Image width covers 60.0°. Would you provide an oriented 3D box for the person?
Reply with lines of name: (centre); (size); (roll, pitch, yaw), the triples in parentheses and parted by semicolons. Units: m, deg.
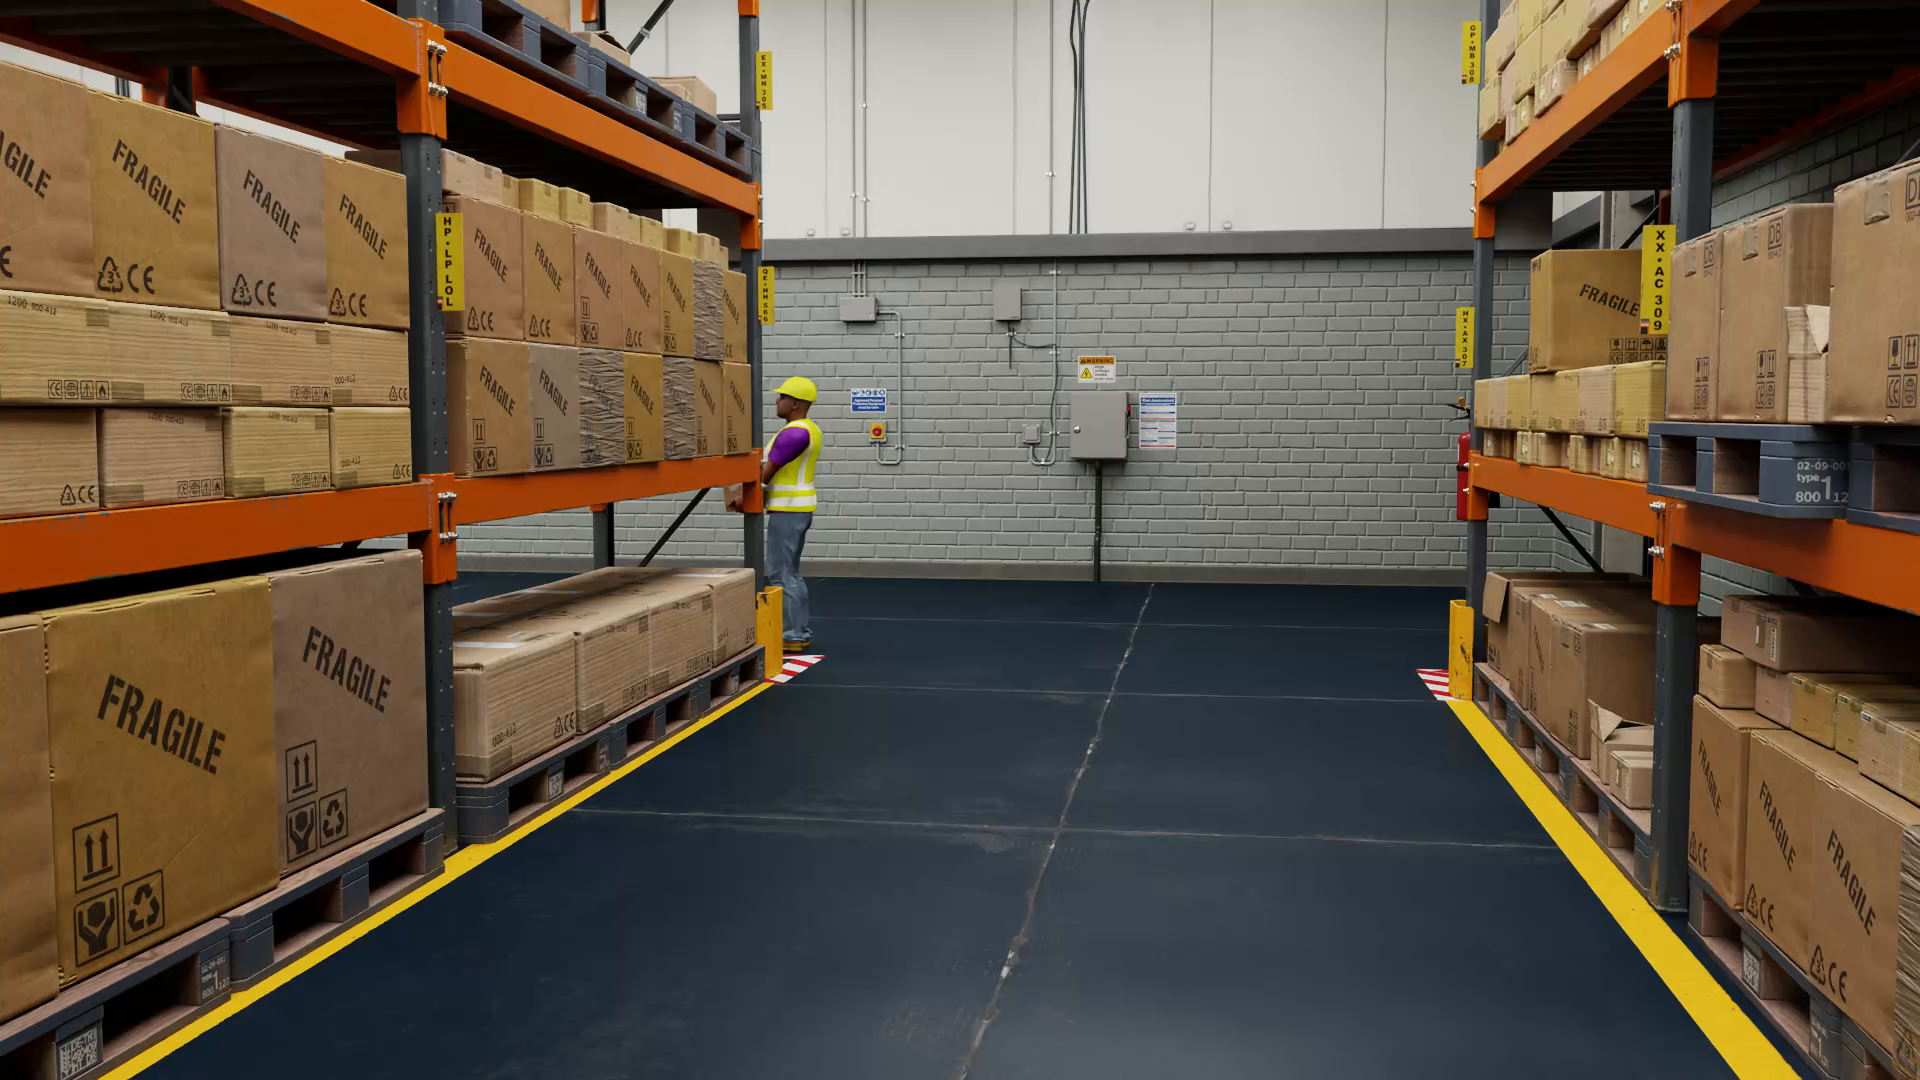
person: (-1.190, -0.168, 10.701); (0.577, 1.761, 0.502); (0, 4, 4)
